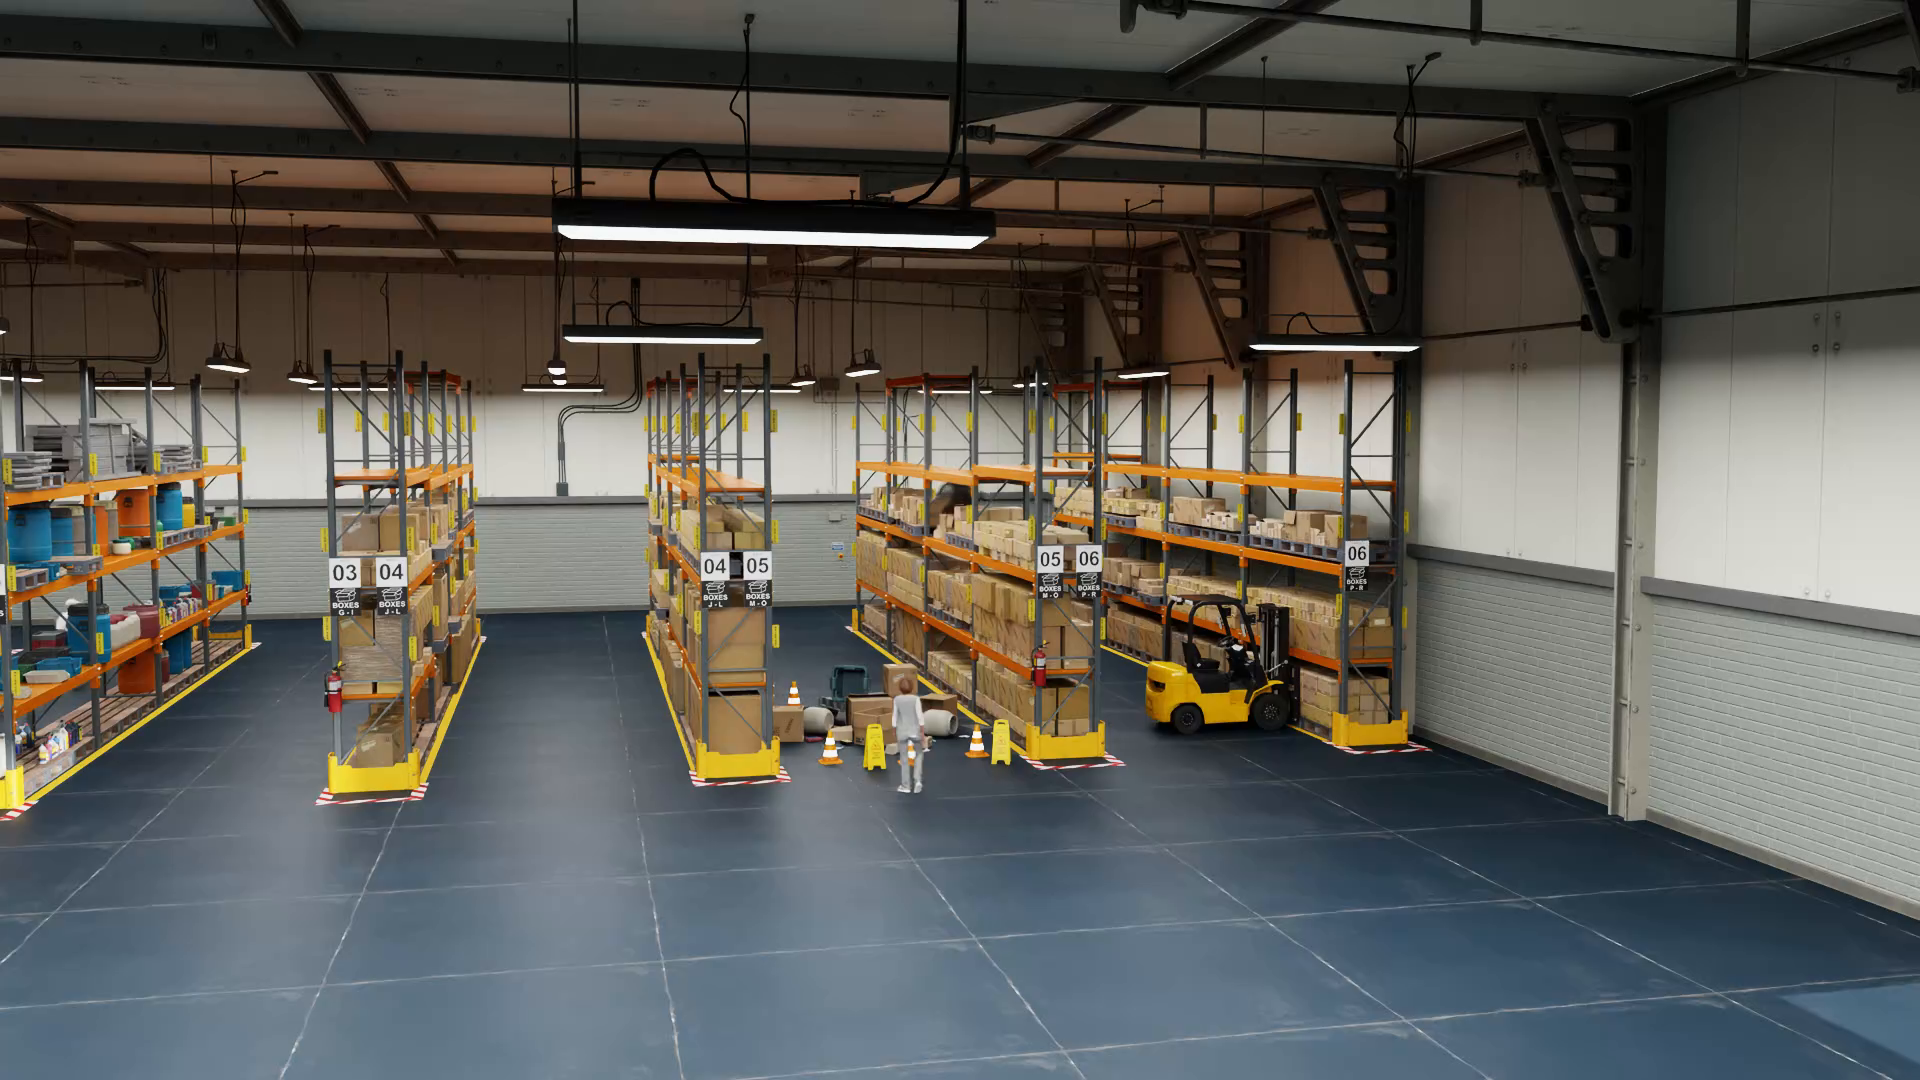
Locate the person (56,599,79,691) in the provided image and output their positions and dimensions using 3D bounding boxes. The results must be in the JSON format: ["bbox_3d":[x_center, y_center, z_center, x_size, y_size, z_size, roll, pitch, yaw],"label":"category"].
[{"bbox_3d":[-16.786,1.975,31.411,0.503,1.706,1.005,0,4,-6],"label":"person"}]

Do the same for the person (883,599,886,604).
[{"bbox_3d":[-1.674,1.201,42.686,0.732,1.628,0.510,-2,4,-26],"label":"person"}]

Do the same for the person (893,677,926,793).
[{"bbox_3d":[-0.690,2.648,22.540,0.445,1.582,0.402,0,4,-2],"label":"person"}]
